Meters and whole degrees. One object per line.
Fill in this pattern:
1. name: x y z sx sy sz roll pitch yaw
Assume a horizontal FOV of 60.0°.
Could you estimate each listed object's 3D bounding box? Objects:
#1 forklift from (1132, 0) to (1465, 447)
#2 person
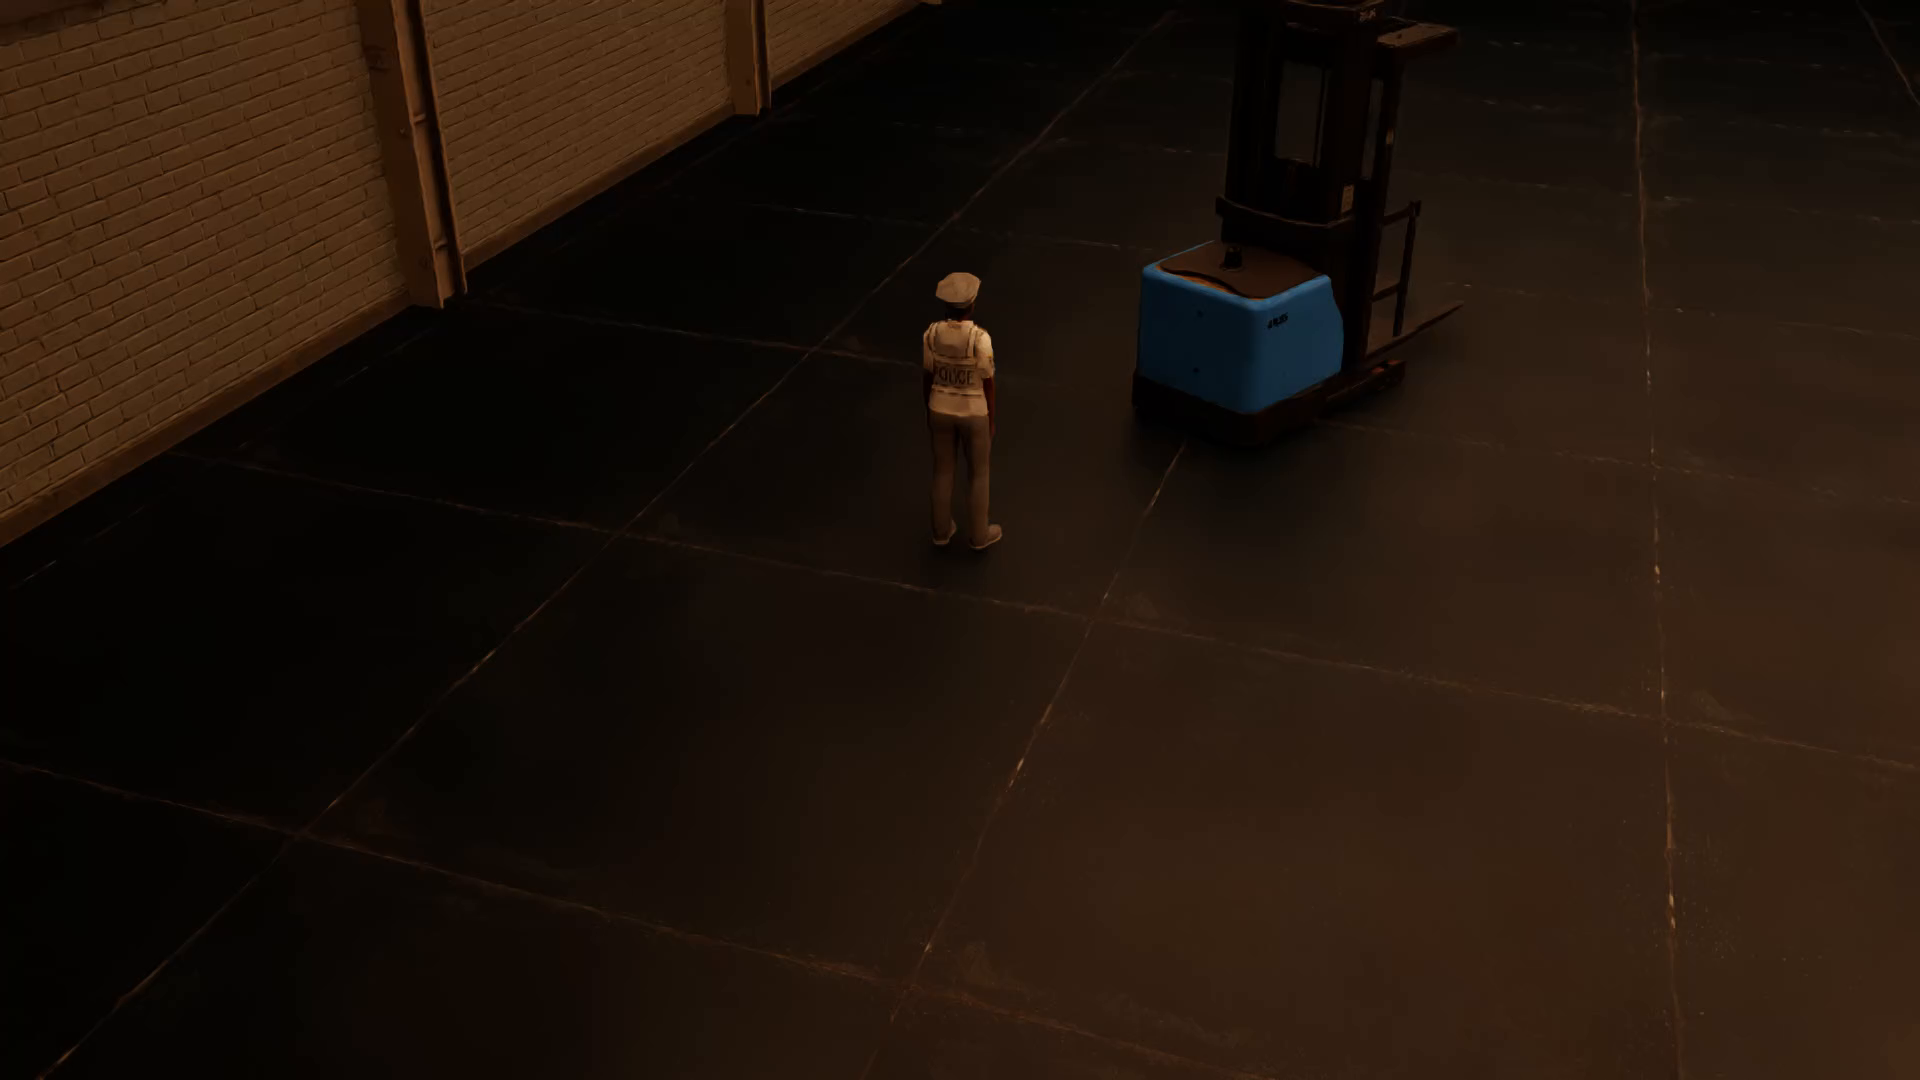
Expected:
1. forklift: 2.605 -2.518 11.553 3.031 2.935 1.130 -26 39 -38
2. person: 0.013 -0.739 9.694 0.446 1.688 0.338 10 31 16
